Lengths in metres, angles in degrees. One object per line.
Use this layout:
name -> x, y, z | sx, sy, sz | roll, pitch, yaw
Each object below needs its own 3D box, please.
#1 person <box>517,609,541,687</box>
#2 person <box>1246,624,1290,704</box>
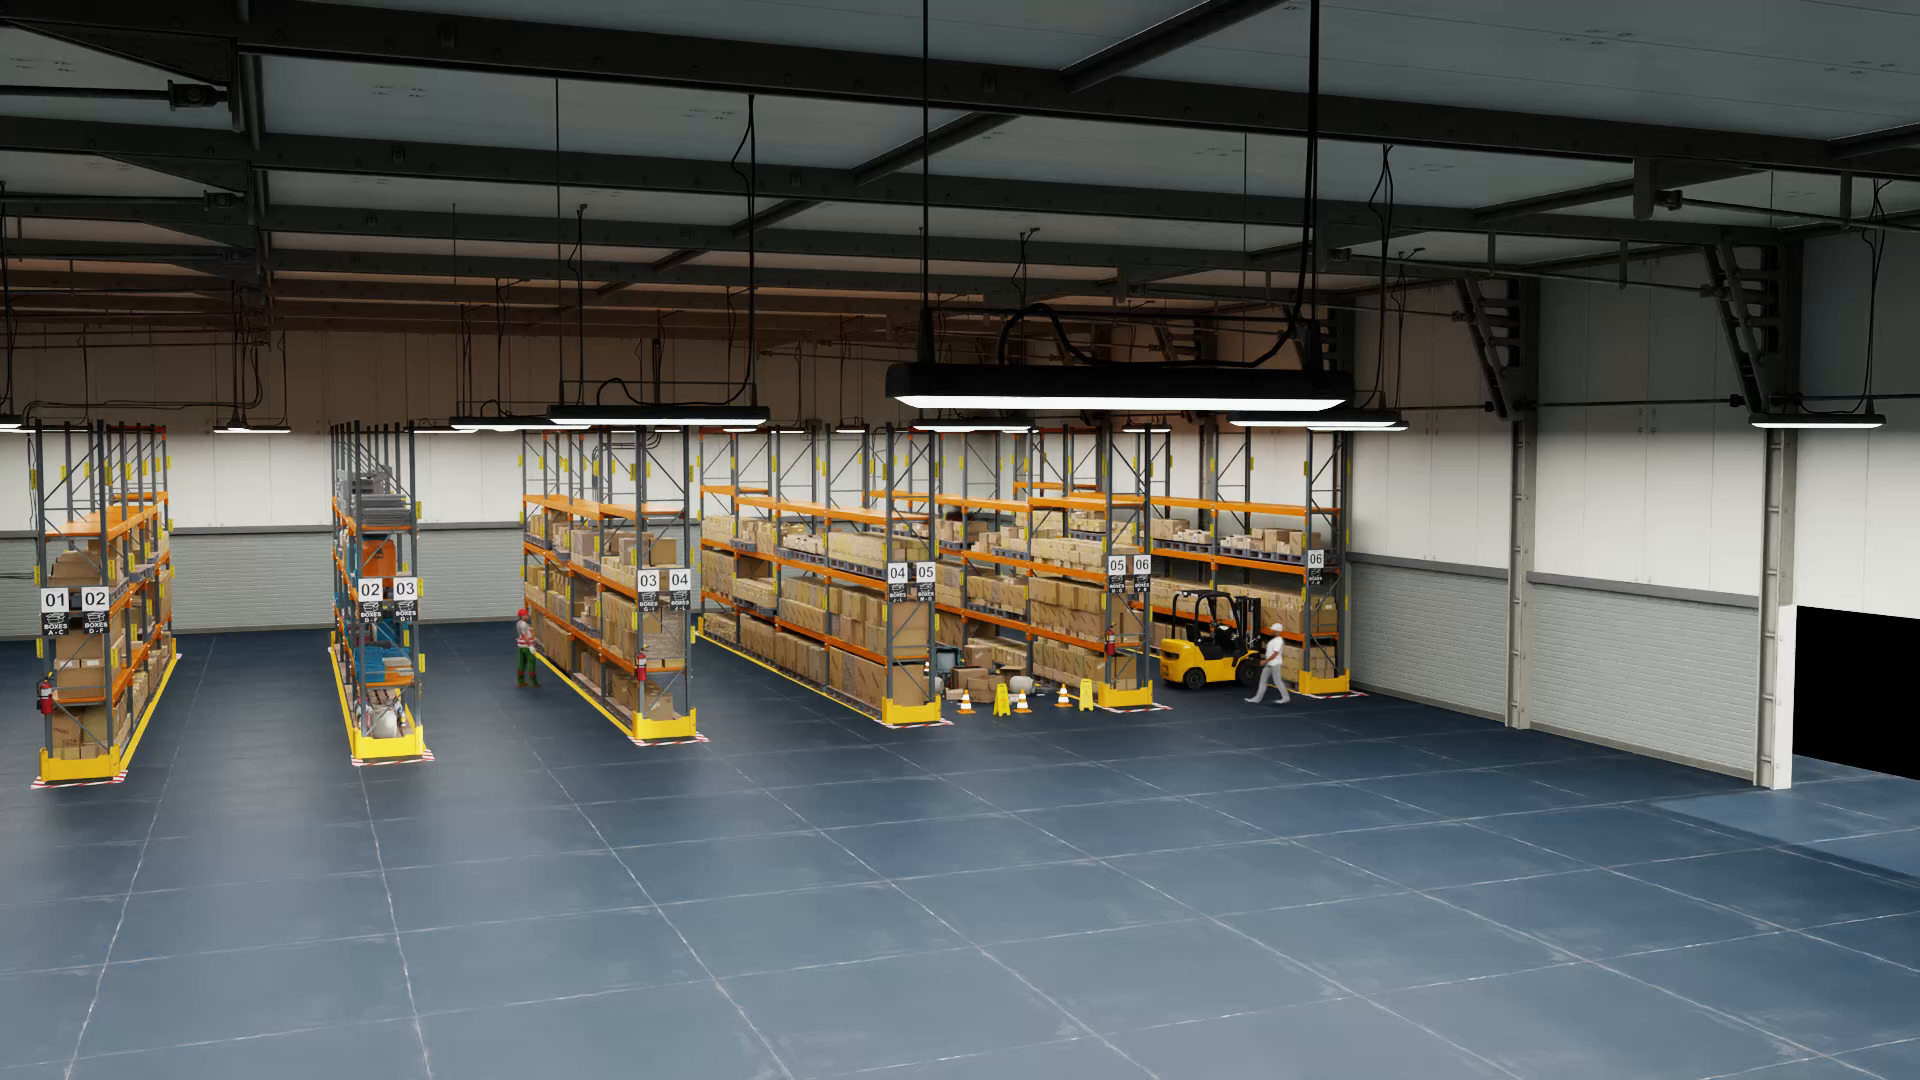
person -> -9.836, 2.454, 37.884 | 0.499, 1.780, 0.632 | -3, 5, -43
person -> 6.598, 2.645, 35.466 | 0.937, 1.722, 0.590 | -1, 4, -13
